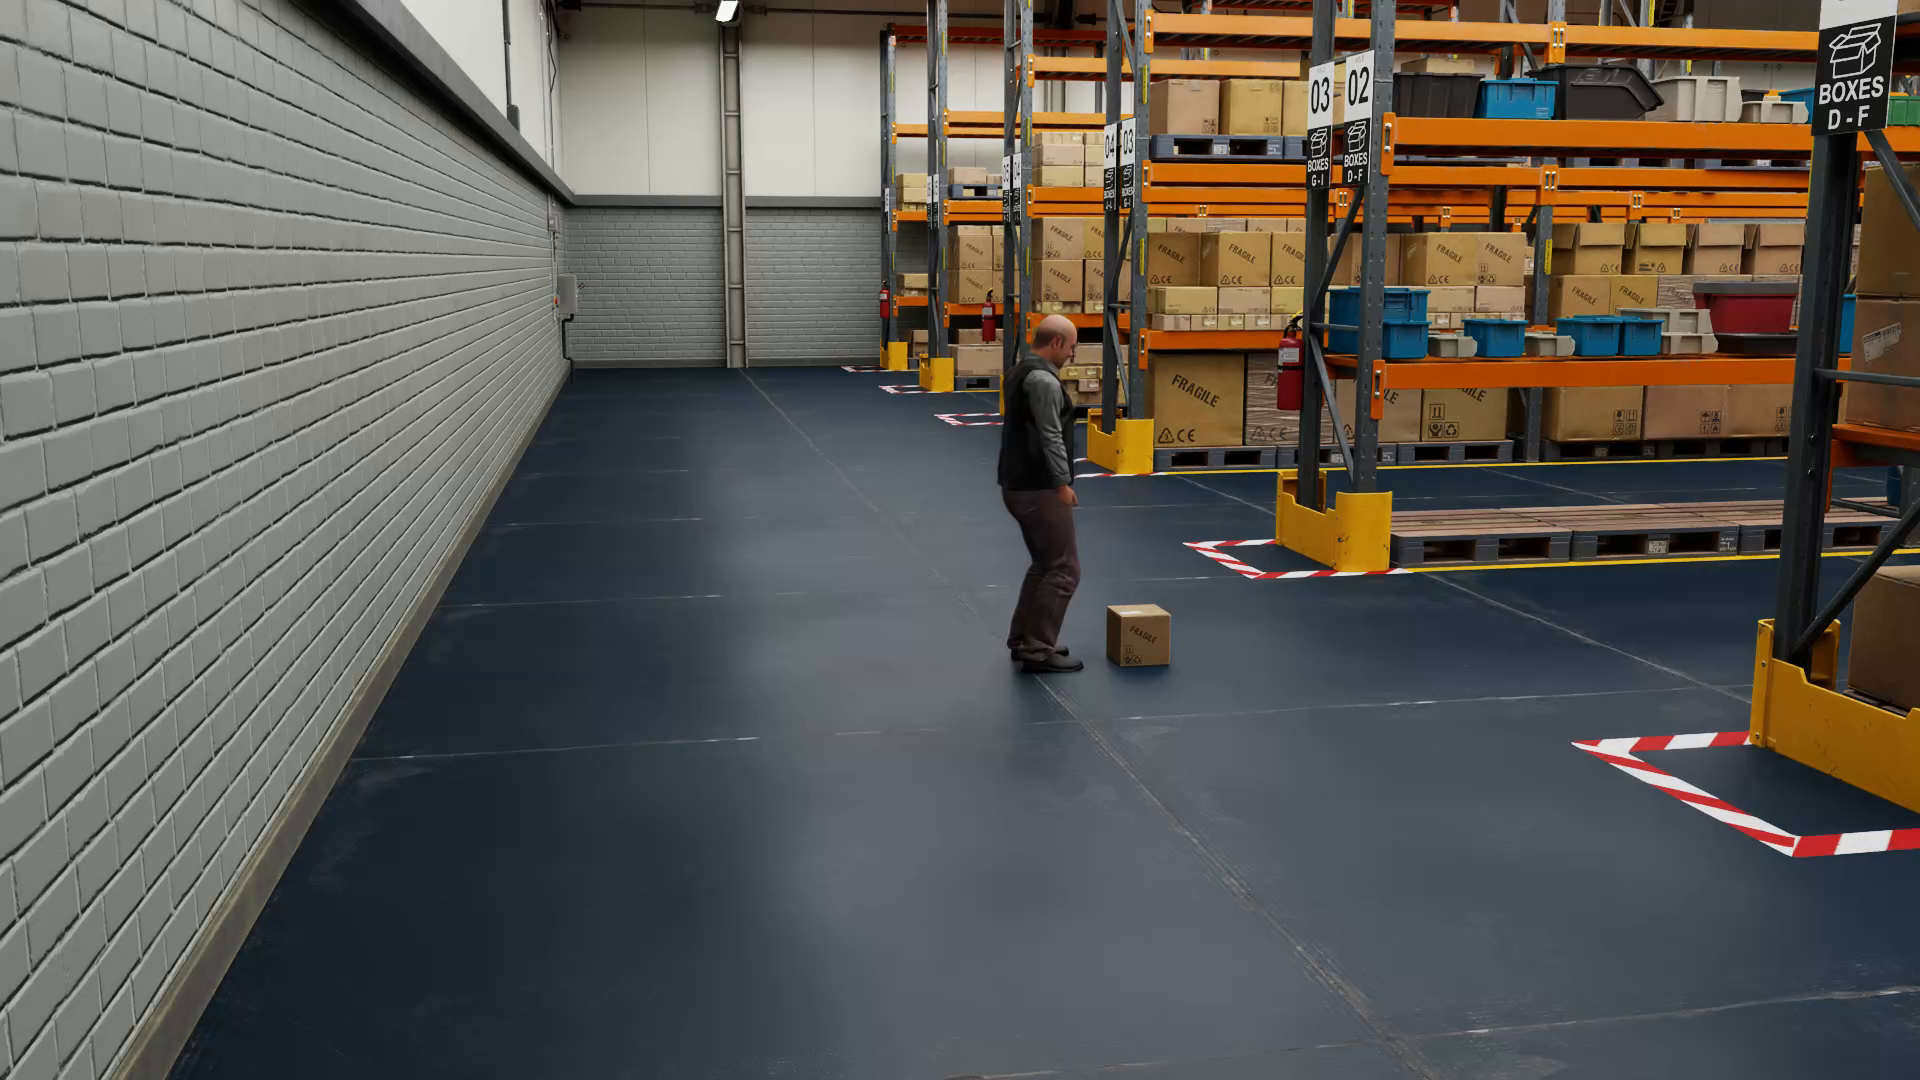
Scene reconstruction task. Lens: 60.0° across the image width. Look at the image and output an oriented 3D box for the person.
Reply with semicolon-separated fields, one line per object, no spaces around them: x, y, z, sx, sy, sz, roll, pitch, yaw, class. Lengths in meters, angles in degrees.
0.383;-0.228;7.991;0.390;1.693;0.549;-2;10;-10;person
